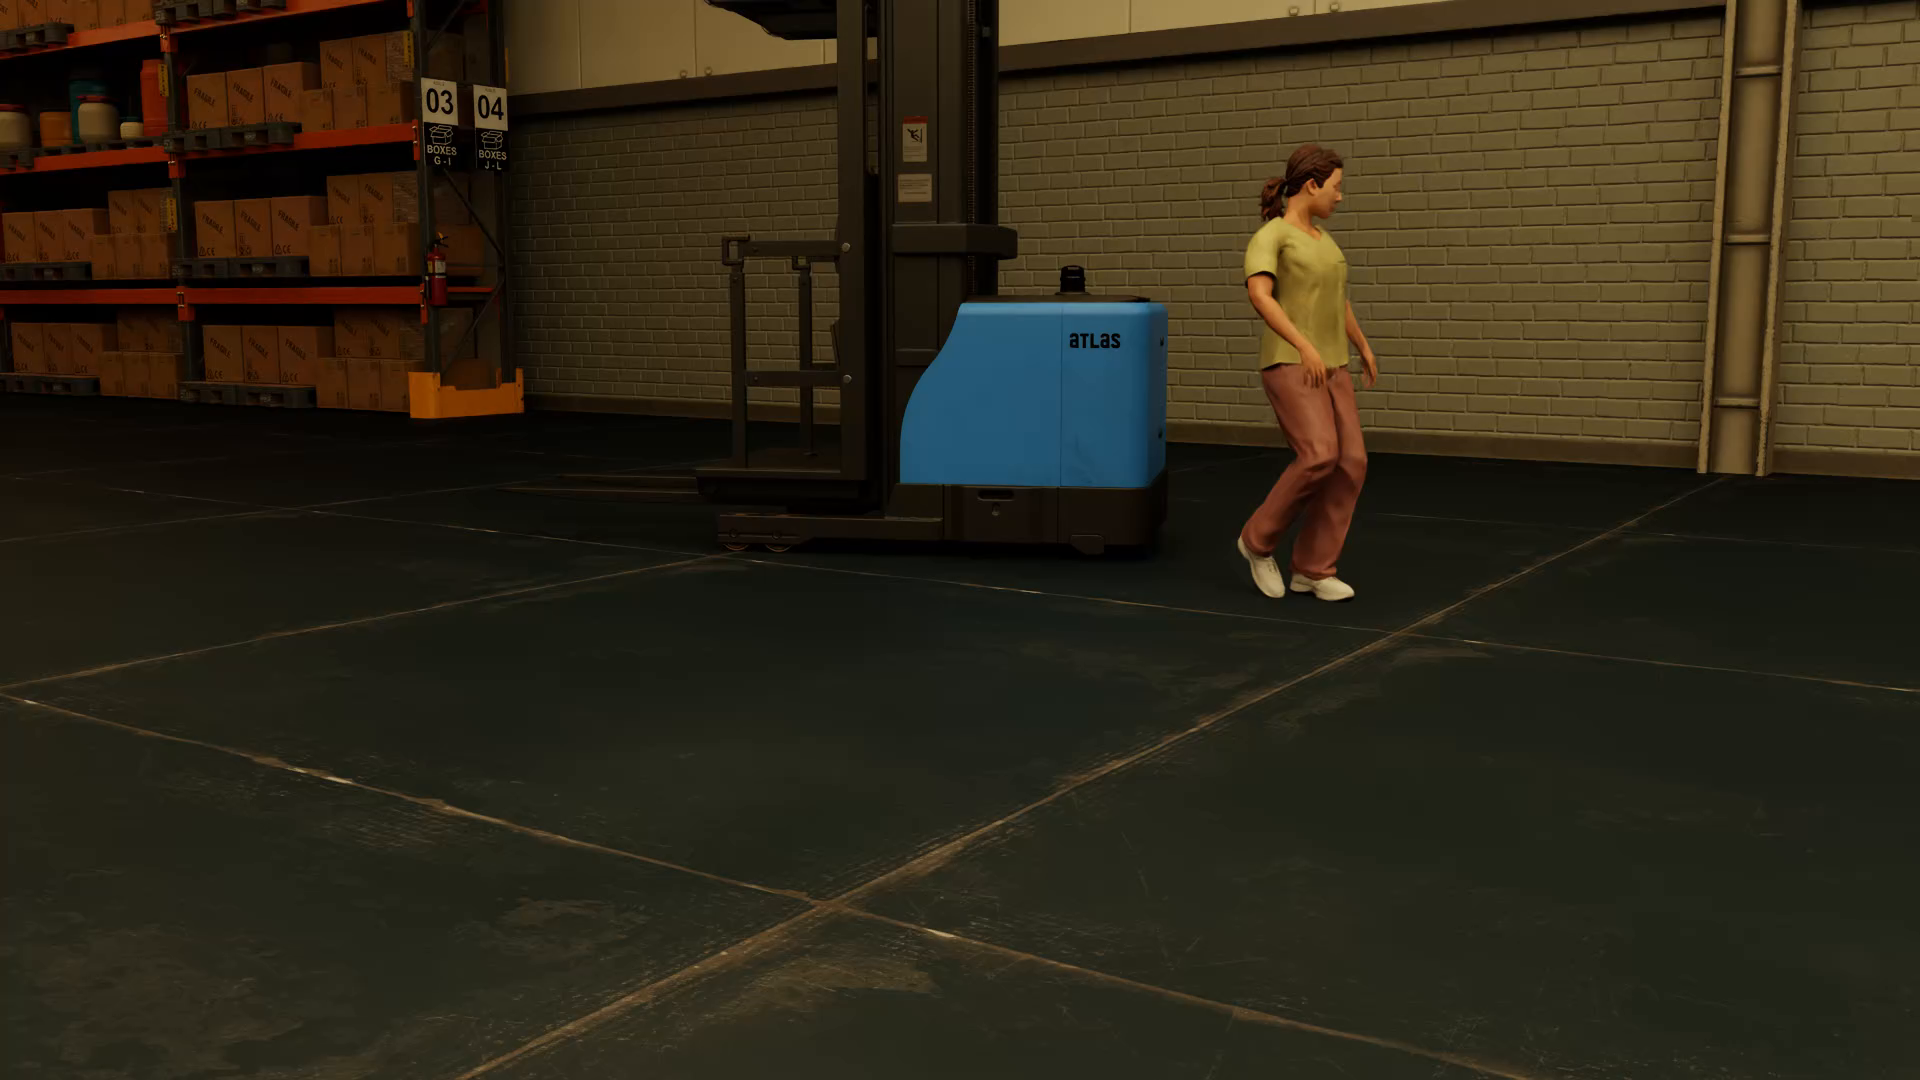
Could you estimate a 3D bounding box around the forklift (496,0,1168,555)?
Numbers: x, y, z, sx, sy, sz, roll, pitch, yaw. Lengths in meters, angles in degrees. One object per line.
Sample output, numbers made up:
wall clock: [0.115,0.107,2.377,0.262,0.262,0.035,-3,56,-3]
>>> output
forklift: [-0.596,-1.469,7.520,3.031,2.935,1.130,2,8,12]

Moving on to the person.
person: [1.322,-0.613,6.098,0.692,1.644,0.463,-6,10,-36]
